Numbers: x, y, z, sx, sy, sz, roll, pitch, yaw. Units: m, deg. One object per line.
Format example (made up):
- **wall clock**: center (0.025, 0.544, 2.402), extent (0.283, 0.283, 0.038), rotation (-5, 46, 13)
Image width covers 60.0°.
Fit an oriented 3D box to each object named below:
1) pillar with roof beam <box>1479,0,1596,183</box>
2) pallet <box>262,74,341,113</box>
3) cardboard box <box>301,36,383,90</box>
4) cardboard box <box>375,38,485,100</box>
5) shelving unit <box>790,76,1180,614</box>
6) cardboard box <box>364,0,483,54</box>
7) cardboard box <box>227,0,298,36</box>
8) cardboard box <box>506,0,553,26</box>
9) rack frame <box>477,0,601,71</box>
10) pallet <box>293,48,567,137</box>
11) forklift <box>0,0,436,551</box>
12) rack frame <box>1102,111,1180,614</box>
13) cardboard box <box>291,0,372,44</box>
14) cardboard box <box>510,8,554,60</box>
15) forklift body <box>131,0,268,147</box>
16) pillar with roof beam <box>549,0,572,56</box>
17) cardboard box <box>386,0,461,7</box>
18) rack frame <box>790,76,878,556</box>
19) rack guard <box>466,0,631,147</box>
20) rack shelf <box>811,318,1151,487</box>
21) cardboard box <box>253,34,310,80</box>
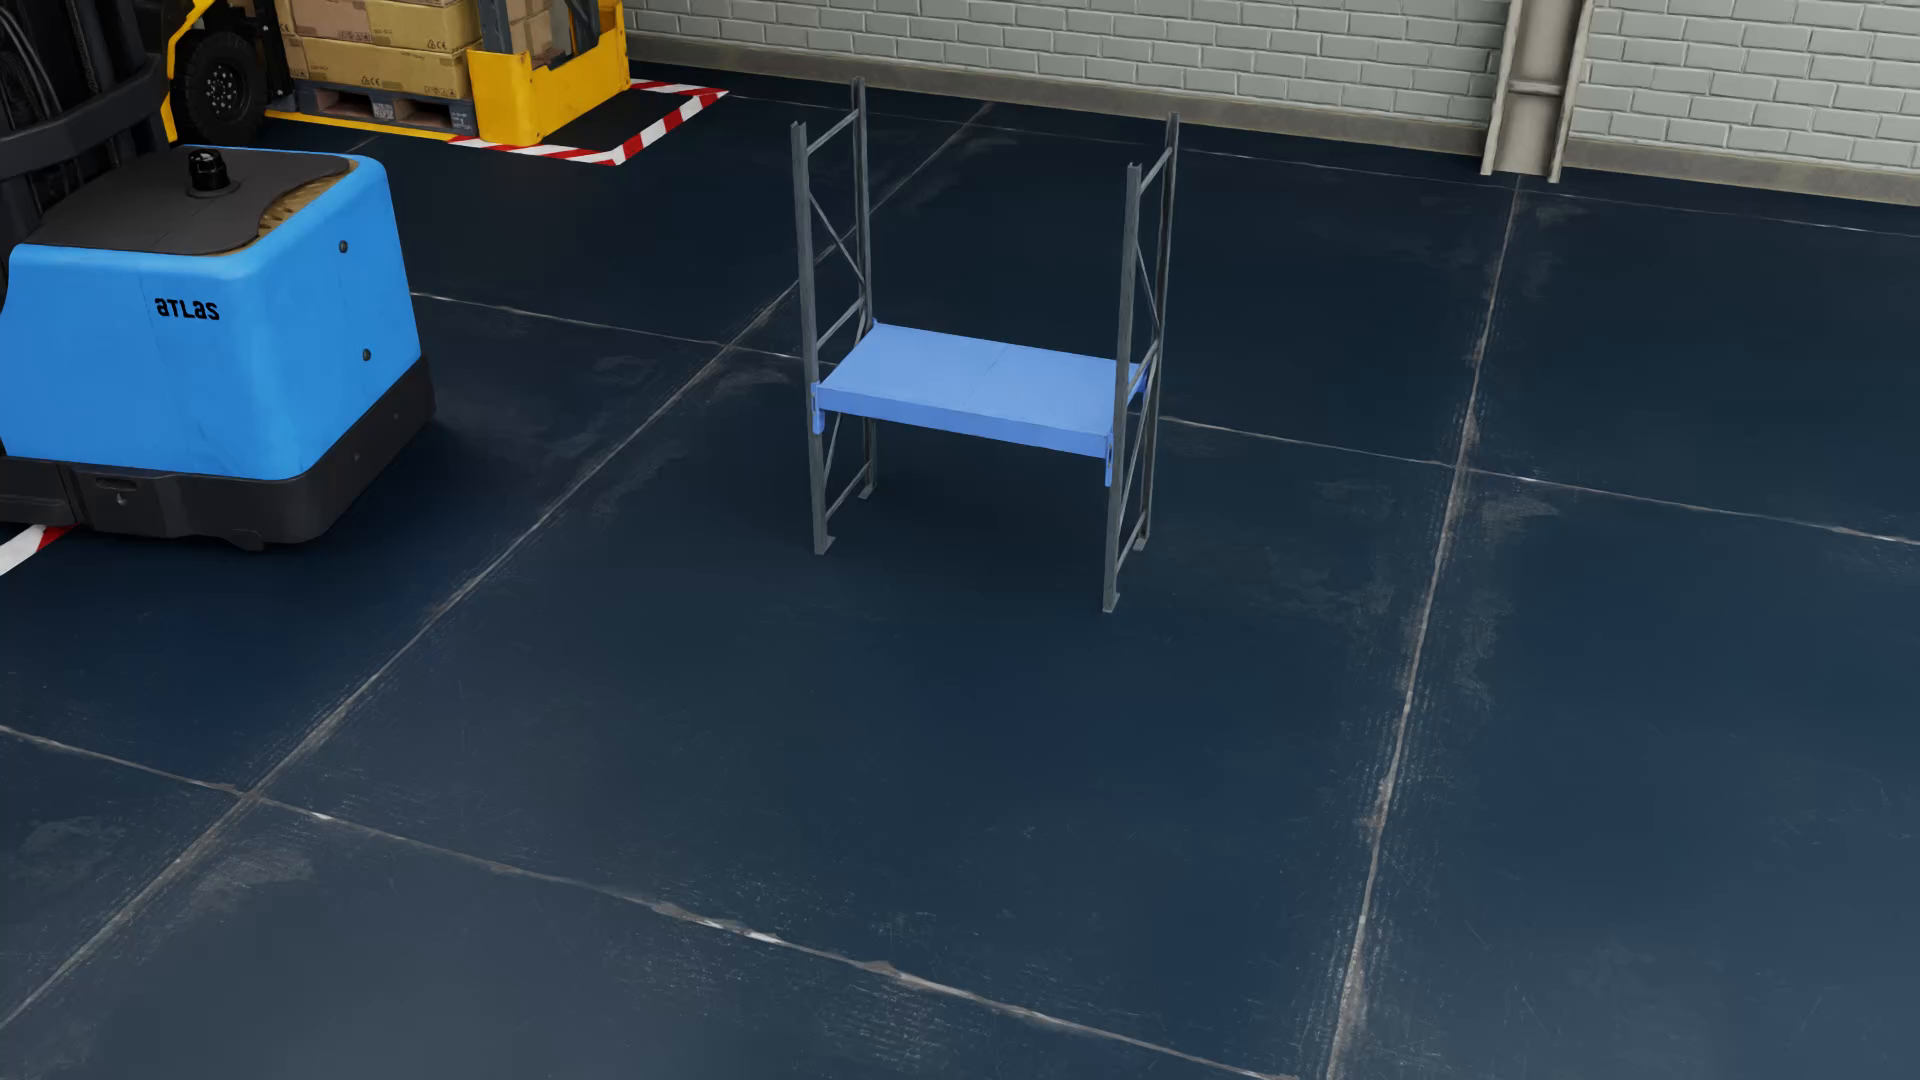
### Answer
- **pillar with roof beam**: center (1.512, -3.544, 2.942), extent (0.400, 9.000, 9.100), rotation (11, 34, 16)
- **pallet**: center (-4.211, -2.903, 10.052), extent (1.213, 0.211, 1.003), rotation (11, 34, 16)
- **cardboard box**: center (-3.347, -2.774, 9.428), extent (0.500, 0.250, 0.500), rotation (11, 34, 16)
- **cardboard box**: center (-2.882, -2.678, 9.280), extent (0.500, 0.250, 0.500), rotation (11, 35, 17)
- **shelving unit**: center (0.080, -0.614, 5.319), extent (1.048, 1.500, 0.538), rotation (11, 34, 16)
- **cardboard box**: center (-2.896, -2.893, 9.152), extent (0.500, 0.250, 0.500), rotation (11, 34, 16)
- **cardboard box**: center (-3.858, -3.074, 9.432), extent (0.500, 0.250, 0.500), rotation (10, 34, 15)
- **cardboard box**: center (-2.705, -3.155, 9.558), extent (0.500, 0.250, 0.500), rotation (12, 35, 17)
- **rack frame**: center (-2.333, -3.732, 8.765), extent (0.127, 3.000, 1.000), rotation (11, 34, 16)
- **pallet**: center (-3.067, -2.679, 9.705), extent (1.213, 0.211, 1.003), rotation (11, 34, 16)
- **forklift**: center (-3.577, -1.570, 5.479), extent (3.031, 2.935, 1.130), rotation (5, 33, 8)
- **rack frame**: center (0.559, -0.521, 5.175), extent (0.032, 1.500, 0.500), rotation (11, 34, 16)
- **cardboard box**: center (-3.365, -2.990, 9.302), extent (0.500, 0.250, 0.500), rotation (11, 34, 16)
- **cardboard box**: center (-2.729, -2.943, 9.690), extent (0.500, 0.250, 0.500), rotation (11, 34, 17)
- **forklift body**: center (-4.733, -2.791, 8.089), extent (1.214, 2.155, 2.313), rotation (11, 34, 16)
- **pillar with roof beam**: center (-4.137, -4.642, 4.643), extent (0.400, 9.000, 9.100), rotation (11, 34, 16)
- **cardboard box**: center (-2.871, -3.098, 9.009), extent (0.500, 0.250, 0.500), rotation (12, 35, 18)
- **rack frame**: center (-0.398, -0.707, 5.463), extent (0.032, 1.500, 0.500), rotation (11, 34, 16)
- **rack guard**: center (-2.310, -2.677, 9.436), extent (0.348, 0.500, 1.175), rotation (11, 34, 16)
- **rack shelf**: center (0.080, -0.463, 5.417), extent (1.000, 0.185, 0.538), rotation (11, 34, 16)
- **cardboard box**: center (-3.815, -2.870, 9.577), extent (0.500, 0.250, 0.500), rotation (11, 35, 17)
